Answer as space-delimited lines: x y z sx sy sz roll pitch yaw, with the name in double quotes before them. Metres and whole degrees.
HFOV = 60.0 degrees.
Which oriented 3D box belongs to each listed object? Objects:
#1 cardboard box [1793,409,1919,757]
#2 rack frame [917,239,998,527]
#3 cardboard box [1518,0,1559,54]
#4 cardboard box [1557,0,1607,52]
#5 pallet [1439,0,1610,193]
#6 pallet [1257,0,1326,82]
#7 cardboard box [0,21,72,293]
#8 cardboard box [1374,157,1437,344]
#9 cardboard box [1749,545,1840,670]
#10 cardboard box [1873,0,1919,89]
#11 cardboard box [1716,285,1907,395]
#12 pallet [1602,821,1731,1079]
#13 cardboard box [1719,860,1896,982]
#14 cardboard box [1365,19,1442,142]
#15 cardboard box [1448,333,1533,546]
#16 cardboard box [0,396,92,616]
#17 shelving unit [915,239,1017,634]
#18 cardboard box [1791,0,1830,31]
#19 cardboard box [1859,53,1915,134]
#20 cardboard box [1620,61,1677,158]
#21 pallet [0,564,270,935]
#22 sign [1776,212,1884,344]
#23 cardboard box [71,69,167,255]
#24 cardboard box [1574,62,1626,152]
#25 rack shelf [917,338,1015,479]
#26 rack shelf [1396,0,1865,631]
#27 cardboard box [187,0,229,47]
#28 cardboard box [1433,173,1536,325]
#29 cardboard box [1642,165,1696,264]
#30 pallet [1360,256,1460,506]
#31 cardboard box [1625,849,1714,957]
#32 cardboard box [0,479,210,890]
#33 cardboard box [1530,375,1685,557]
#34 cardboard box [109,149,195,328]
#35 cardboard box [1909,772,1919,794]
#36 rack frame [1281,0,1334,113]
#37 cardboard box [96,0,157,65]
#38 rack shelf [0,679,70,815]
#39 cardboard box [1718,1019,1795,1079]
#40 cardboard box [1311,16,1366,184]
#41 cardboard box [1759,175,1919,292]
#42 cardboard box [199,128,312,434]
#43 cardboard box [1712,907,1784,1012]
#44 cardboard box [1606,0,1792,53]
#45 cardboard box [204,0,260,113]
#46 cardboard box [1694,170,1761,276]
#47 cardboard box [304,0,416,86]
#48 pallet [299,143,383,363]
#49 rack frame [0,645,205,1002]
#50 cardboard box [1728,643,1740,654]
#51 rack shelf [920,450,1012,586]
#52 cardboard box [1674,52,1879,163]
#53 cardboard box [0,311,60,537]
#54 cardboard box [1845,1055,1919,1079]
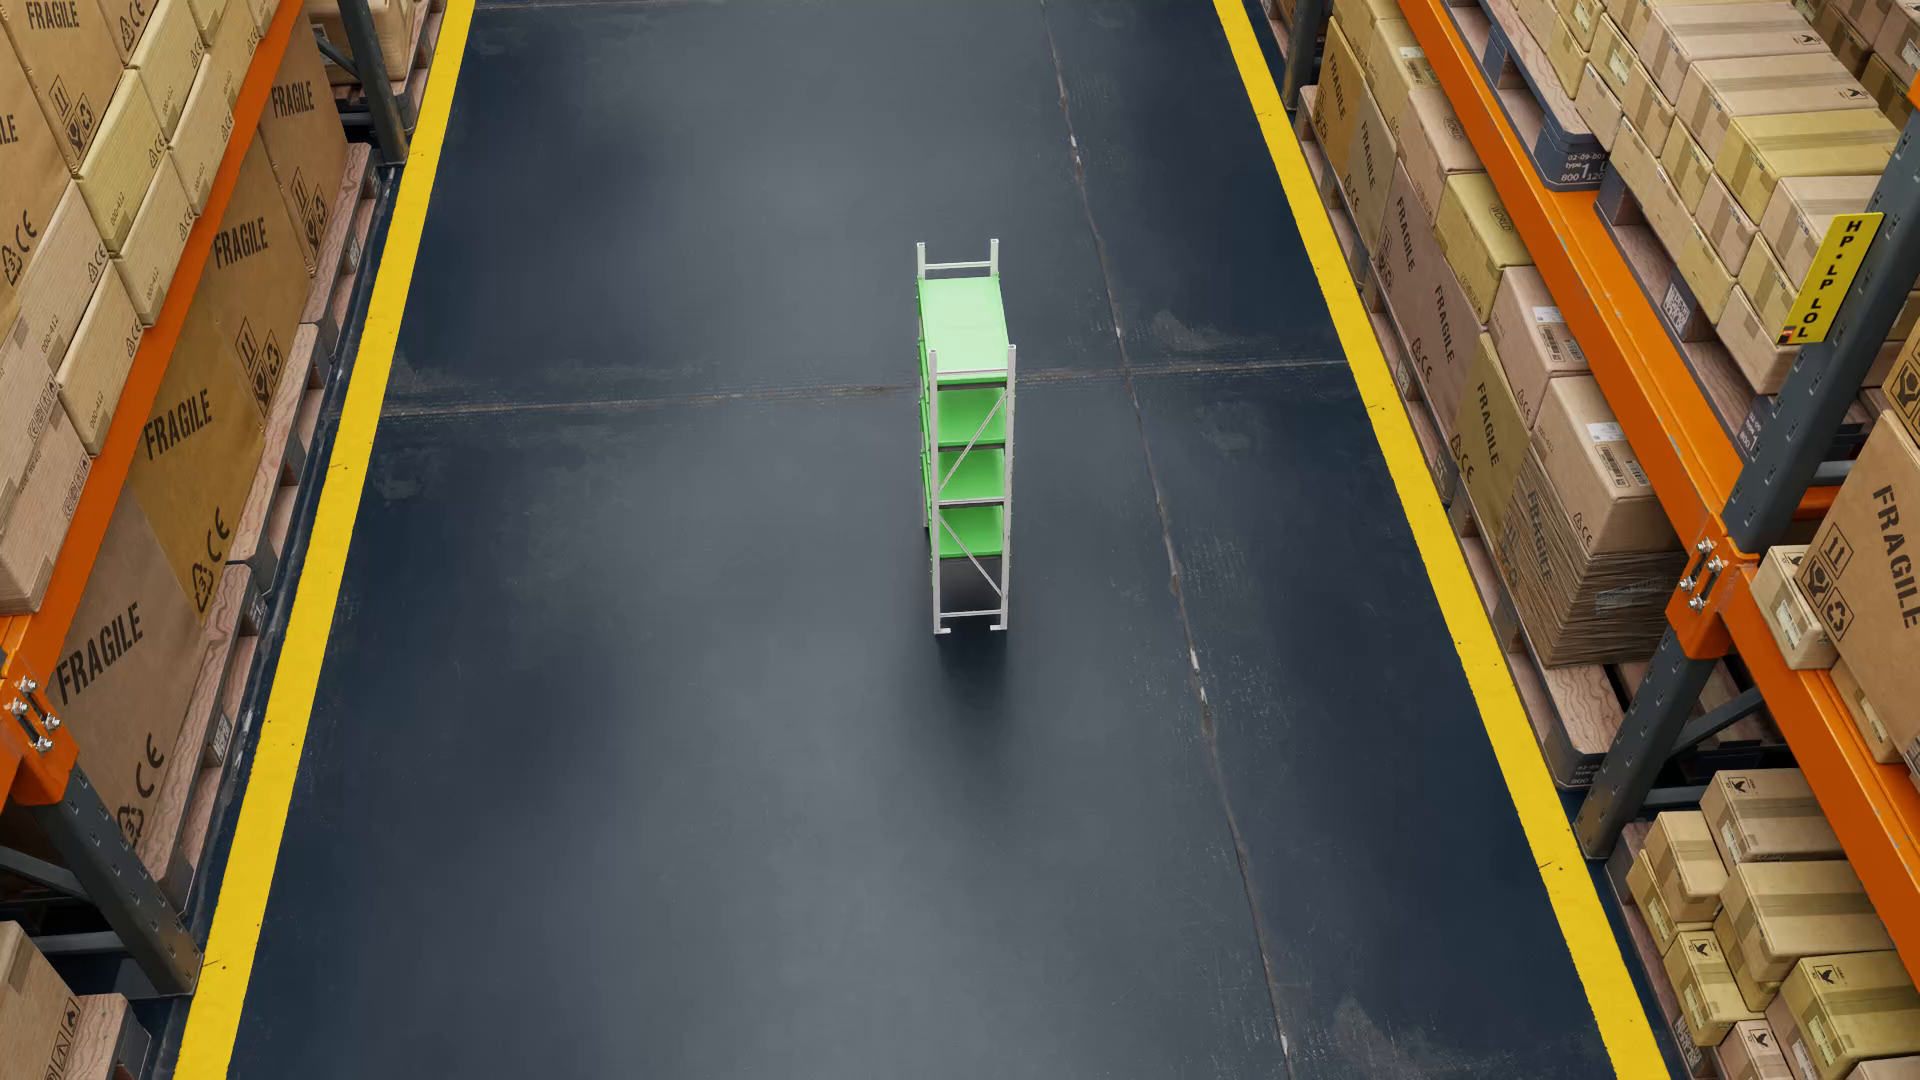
"cardboard box" 2.112 0.070 3.344 0.500 0.500 0.500 -4 47 -4
"rack frame" -0.007 -0.469 5.368 0.240 1.200 0.015 -3 47 -3
"cardboard box" 1.956 -1.635 5.116 0.380 0.149 0.250 -5 47 -5
"cardboard box" 1.977 -1.556 4.837 0.380 0.149 0.250 -3 47 -3
"pallet" 2.193 -1.565 5.298 1.003 0.211 1.213 -3 47 -3
"pallet" 1.995 -2.677 8.140 1.003 0.211 1.213 -3 47 -3
"cardboard box" -2.424 -0.873 3.753 0.500 0.500 0.500 -4 47 -4
"cardboard box" 1.885 -1.084 6.143 0.500 0.500 0.500 -5 47 -4
"cardboard box" 2.019 0.145 3.720 0.380 0.149 0.250 -2 47 -2
"cardboard box" 2.680 -1.310 4.399 0.380 0.149 0.250 -4 47 -4
"cardboard box" 2.091 -0.500 4.041 0.380 0.149 0.250 -4 47 -4
"pallet" 2.413 1.276 4.396 1.003 0.211 1.213 -3 47 -3
"cardboard box" 2.108 0.929 4.068 0.380 0.149 0.250 -1 47 -1
"cardboard box" 1.845 -1.723 6.232 0.500 0.250 0.500 -4 47 -4
"cardboard box" 1.966 -0.343 5.441 0.500 0.500 0.500 -4 47 -4
"cardboard box" -2.377 -0.075 3.859 0.500 0.250 0.500 -4 47 -4
"shelving unit" 0.014 -0.293 5.201 0.258 1.200 0.503 -3 47 -3
"cardboard box" 2.632 -1.589 4.868 0.380 0.149 0.250 -4 47 -4
"cardboard box" 2.678 -1.202 4.501 0.380 0.149 0.250 -5 47 -5
"cardboard box" 2.023 -1.171 4.472 0.380 0.149 0.250 -5 47 -5
"pallet" -2.743 0.613 5.024 1.003 0.211 1.213 -3 47 -3
"sign" 1.768 -0.528 3.387 0.100 0.325 0.005 -3 47 -3
"cardboard box" -2.446 -0.991 4.381 0.500 0.250 0.500 -3 47 -3
"cardboard box" 2.000 -1.251 4.752 0.380 0.149 0.250 -5 47 -5
"rack shelf" 0.014 -0.414 5.073 0.258 0.148 0.480 -3 47 -3
"rack shelf" 2.154 -1.366 5.473 1.077 0.370 4.000 -3 47 -3
"cardboard box" -2.534 -1.732 5.083 0.500 0.250 0.500 -5 47 -4
"cardboard box" 1.919 -0.987 5.535 0.500 0.250 0.500 -5 47 -5
"cardboard box" 2.049 -0.868 4.390 0.380 0.149 0.250 -4 47 -3
"pallet" 2.149 -0.656 6.226 1.003 0.211 1.213 -3 47 -3
"cardboard box" 2.032 0.952 4.456 0.380 0.149 0.250 -5 47 -5
"cardboard box" -2.735 0.350 4.527 0.875 0.875 0.875 -2 47 -2
"cardboard box" 2.007 -0.233 4.820 0.500 0.250 0.500 -5 47 -4
"cardboard box" -2.449 -0.821 4.565 0.500 0.250 0.500 -4 47 -4
"cardboard box" 2.189 0.517 3.368 0.380 0.149 0.250 -5 47 -5
"rack frame" 1.986 -3.061 6.583 1.000 3.000 0.127 -3 47 -3
"cardboard box" -2.513 -1.610 4.451 0.500 0.500 0.500 -4 47 -4
"rack shelf" -2.436 1.902 2.378 1.077 0.370 4.000 -3 47 -3
"cardboard box" 2.126 1.322 4.107 0.380 0.149 0.250 -4 47 -3
"cardboard box" 1.791 -1.818 6.838 0.500 0.500 0.500 -5 47 -5
"cardboard box" 2.093 -0.708 3.828 0.380 0.149 0.250 -2 47 -1
"cardboard box" -2.892 -0.950 5.758 0.875 0.875 0.875 -3 47 -3
"cardboard box" 2.143 1.026 4.181 0.380 0.149 0.250 -3 47 -3
"cardboard box" 2.011 -1.457 4.538 0.380 0.149 0.250 -5 47 -5
"cardboard box" -2.552 -1.551 5.256 0.500 0.250 0.500 -4 47 -4
"cardboard box" 2.068 -0.793 4.114 0.380 0.149 0.250 -3 47 -3
"cardboard box" -2.975 -2.337 7.418 0.950 0.372 0.625 -6 47 -6
"pallet" -2.947 -1.153 6.696 1.003 0.211 1.213 -3 47 -3
"rack frame" -2.603 0.207 3.488 1.000 3.000 0.127 -3 47 -3
"cardboard box" 2.524 -0.002 5.119 0.500 0.500 0.500 -2 47 -2
"rack shelf" 0.014 -0.084 5.422 0.258 0.148 0.480 -3 47 -3
"cardboard box" 2.050 -1.089 4.190 0.380 0.149 0.250 -5 47 -5
"cardboard box" -2.359 -0.248 3.678 0.500 0.250 0.500 -5 47 -4
"cardboard box" 2.222 1.297 3.720 0.380 0.149 0.250 -5 47 -4
